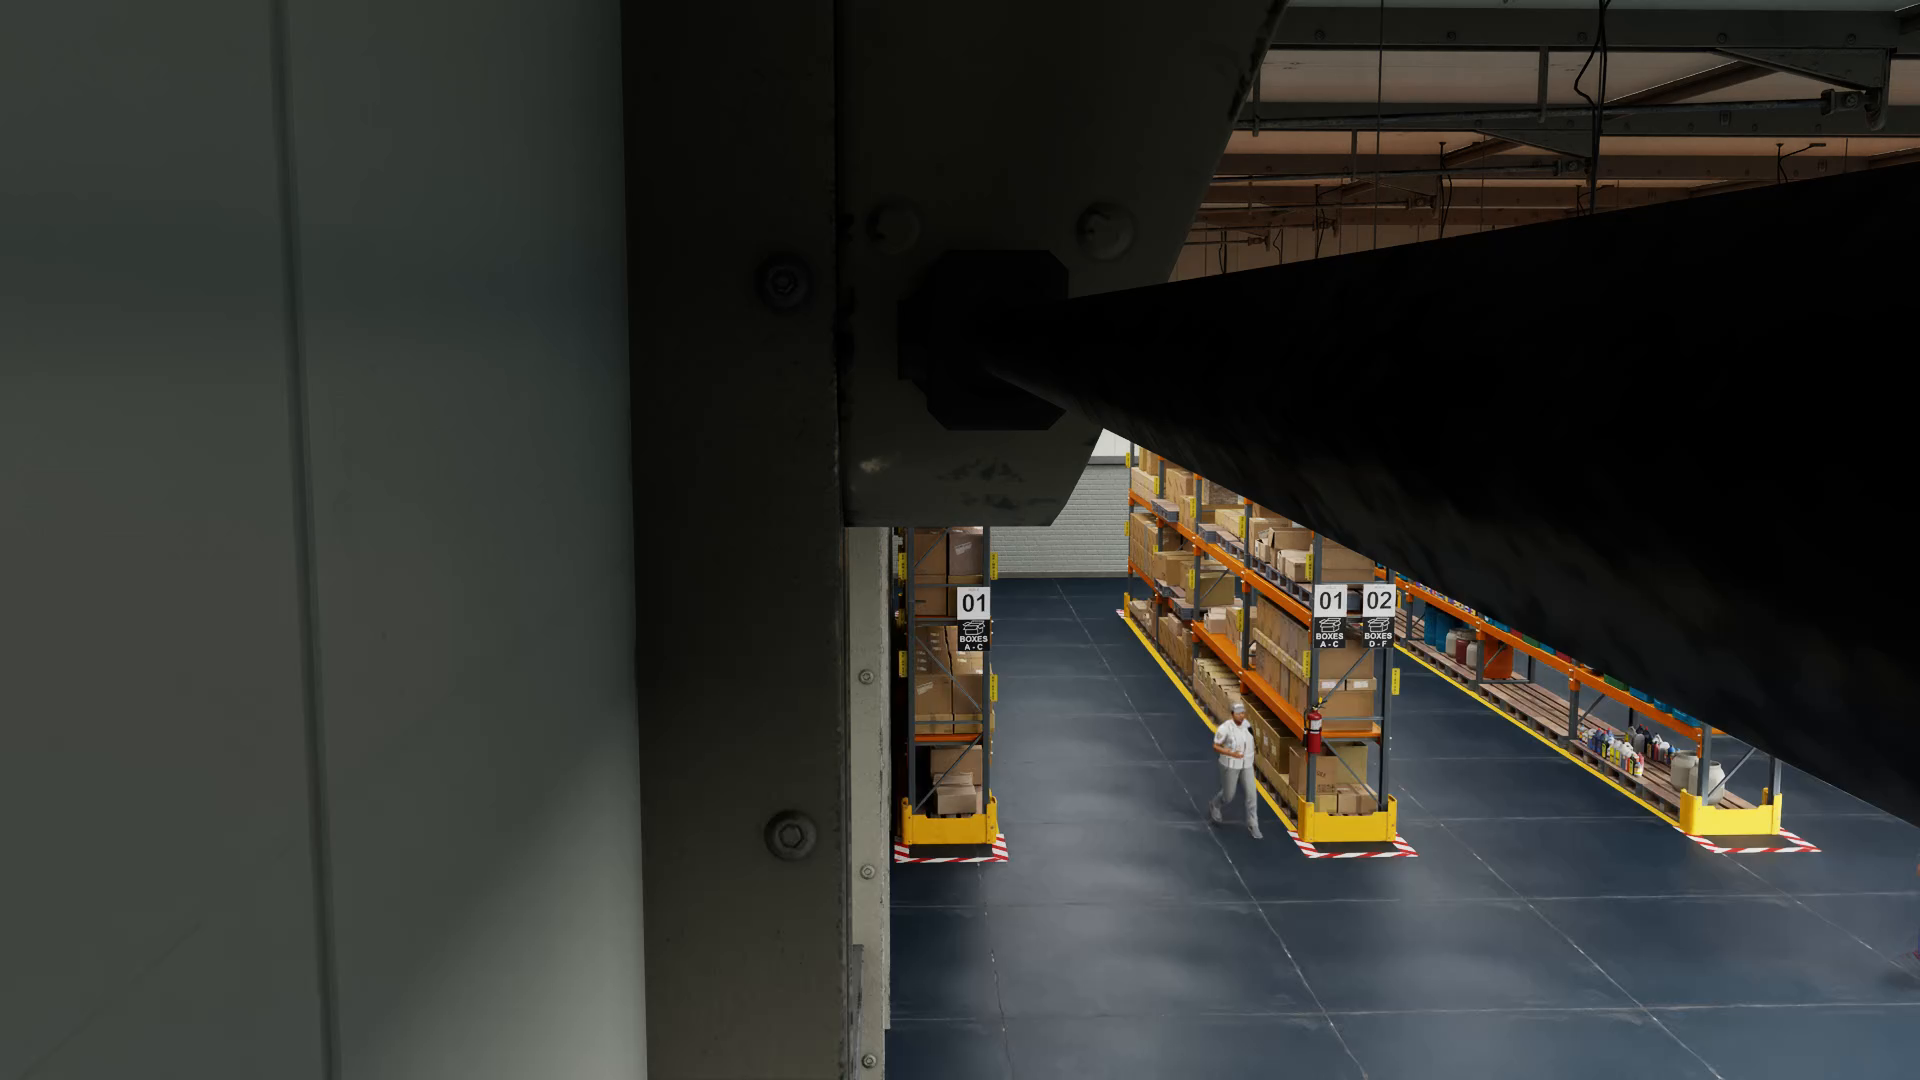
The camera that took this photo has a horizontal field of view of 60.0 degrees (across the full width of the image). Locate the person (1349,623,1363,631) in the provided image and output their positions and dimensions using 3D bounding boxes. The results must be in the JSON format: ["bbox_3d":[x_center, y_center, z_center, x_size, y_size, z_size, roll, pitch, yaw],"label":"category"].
[{"bbox_3d":[6.998,1.618,29.748,0.639,1.824,0.825,-2,7,-12],"label":"person"}]

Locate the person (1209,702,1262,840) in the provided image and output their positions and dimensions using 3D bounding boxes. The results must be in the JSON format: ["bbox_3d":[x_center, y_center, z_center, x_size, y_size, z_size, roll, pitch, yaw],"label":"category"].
[{"bbox_3d":[3.463,2.844,20.859,0.645,1.681,0.837,-4,8,-26],"label":"person"}]
